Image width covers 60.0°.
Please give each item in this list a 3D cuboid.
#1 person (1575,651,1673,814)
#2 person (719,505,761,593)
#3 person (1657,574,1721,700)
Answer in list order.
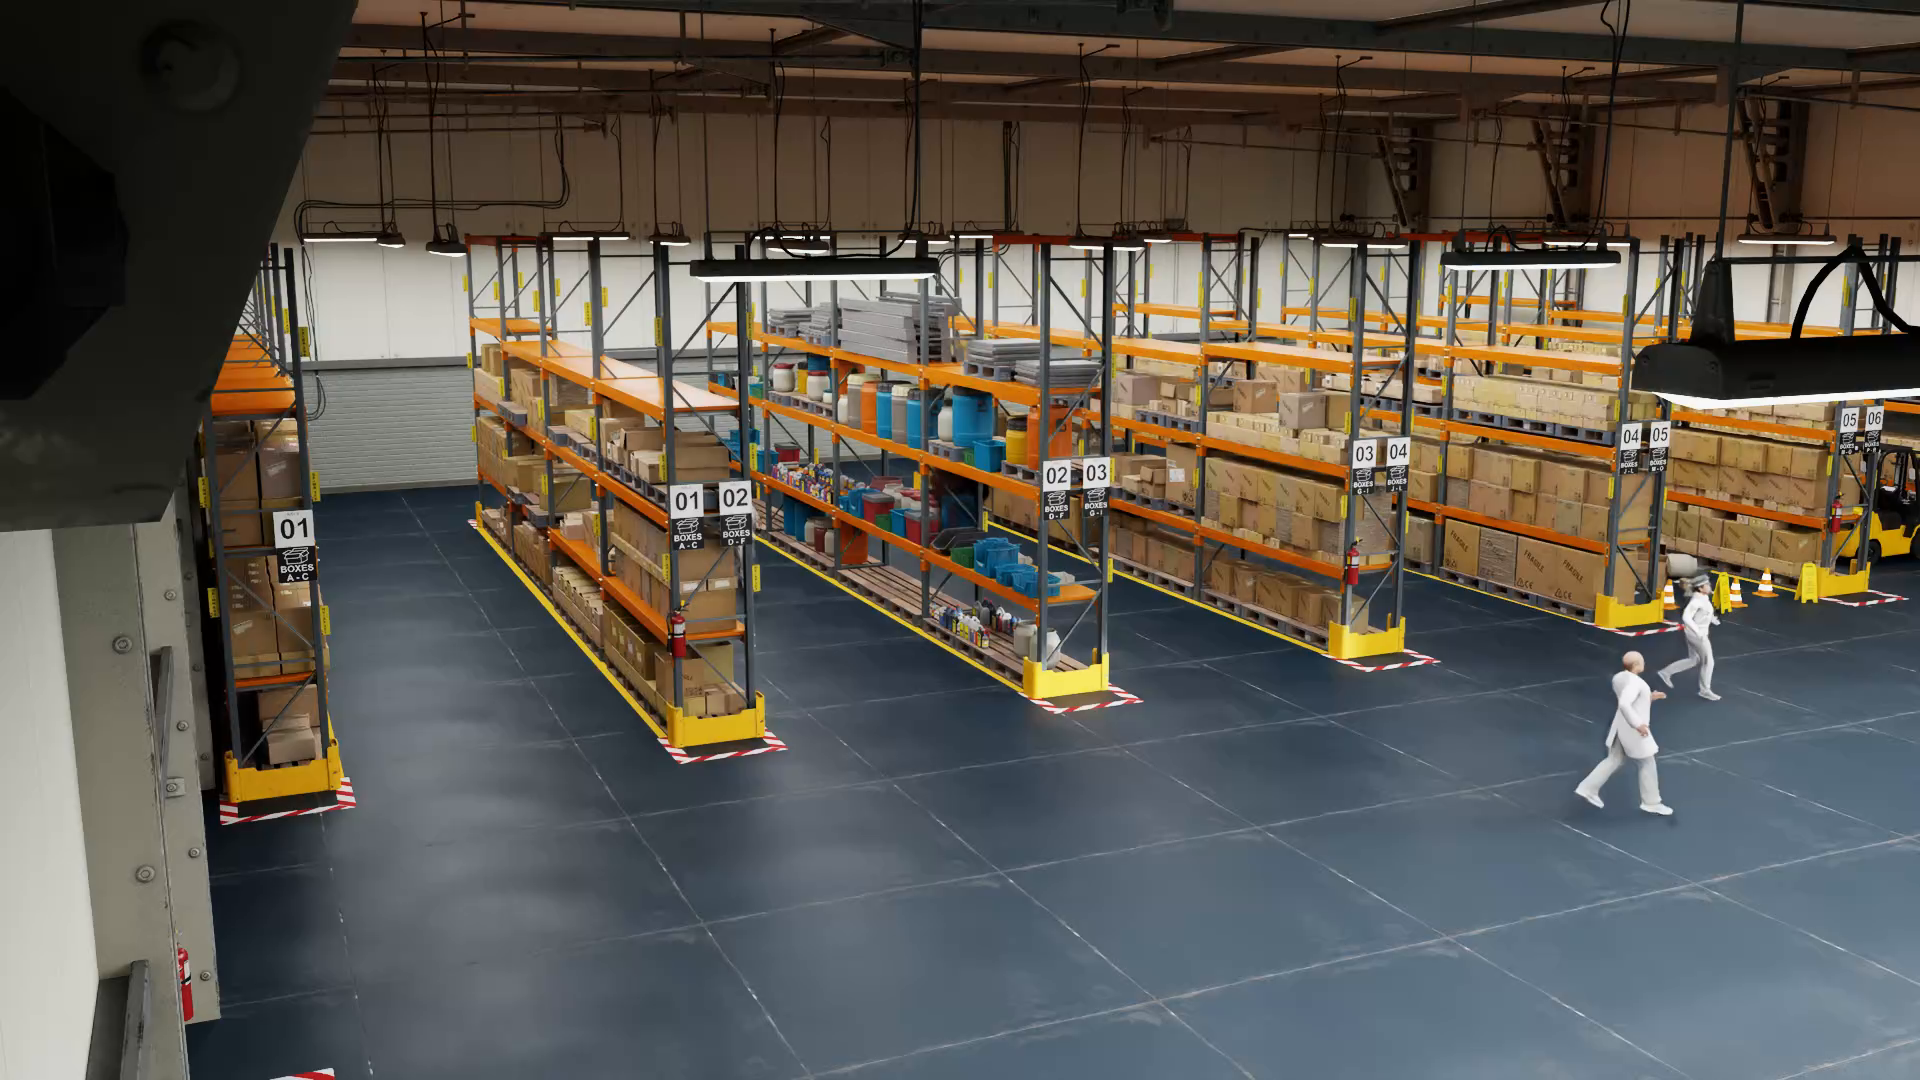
[{"bbox_3d":[7.135,2.052,17.724,1.042,1.782,0.694,-1,11,-6],"label":"person"},{"bbox_3d":[-3.719,0.000,28.457,0.696,1.763,0.946,-8,13,-34],"label":"person"},{"bbox_3d":[9.775,1.274,22.172,0.816,1.703,0.606,4,12,19],"label":"person"}]
